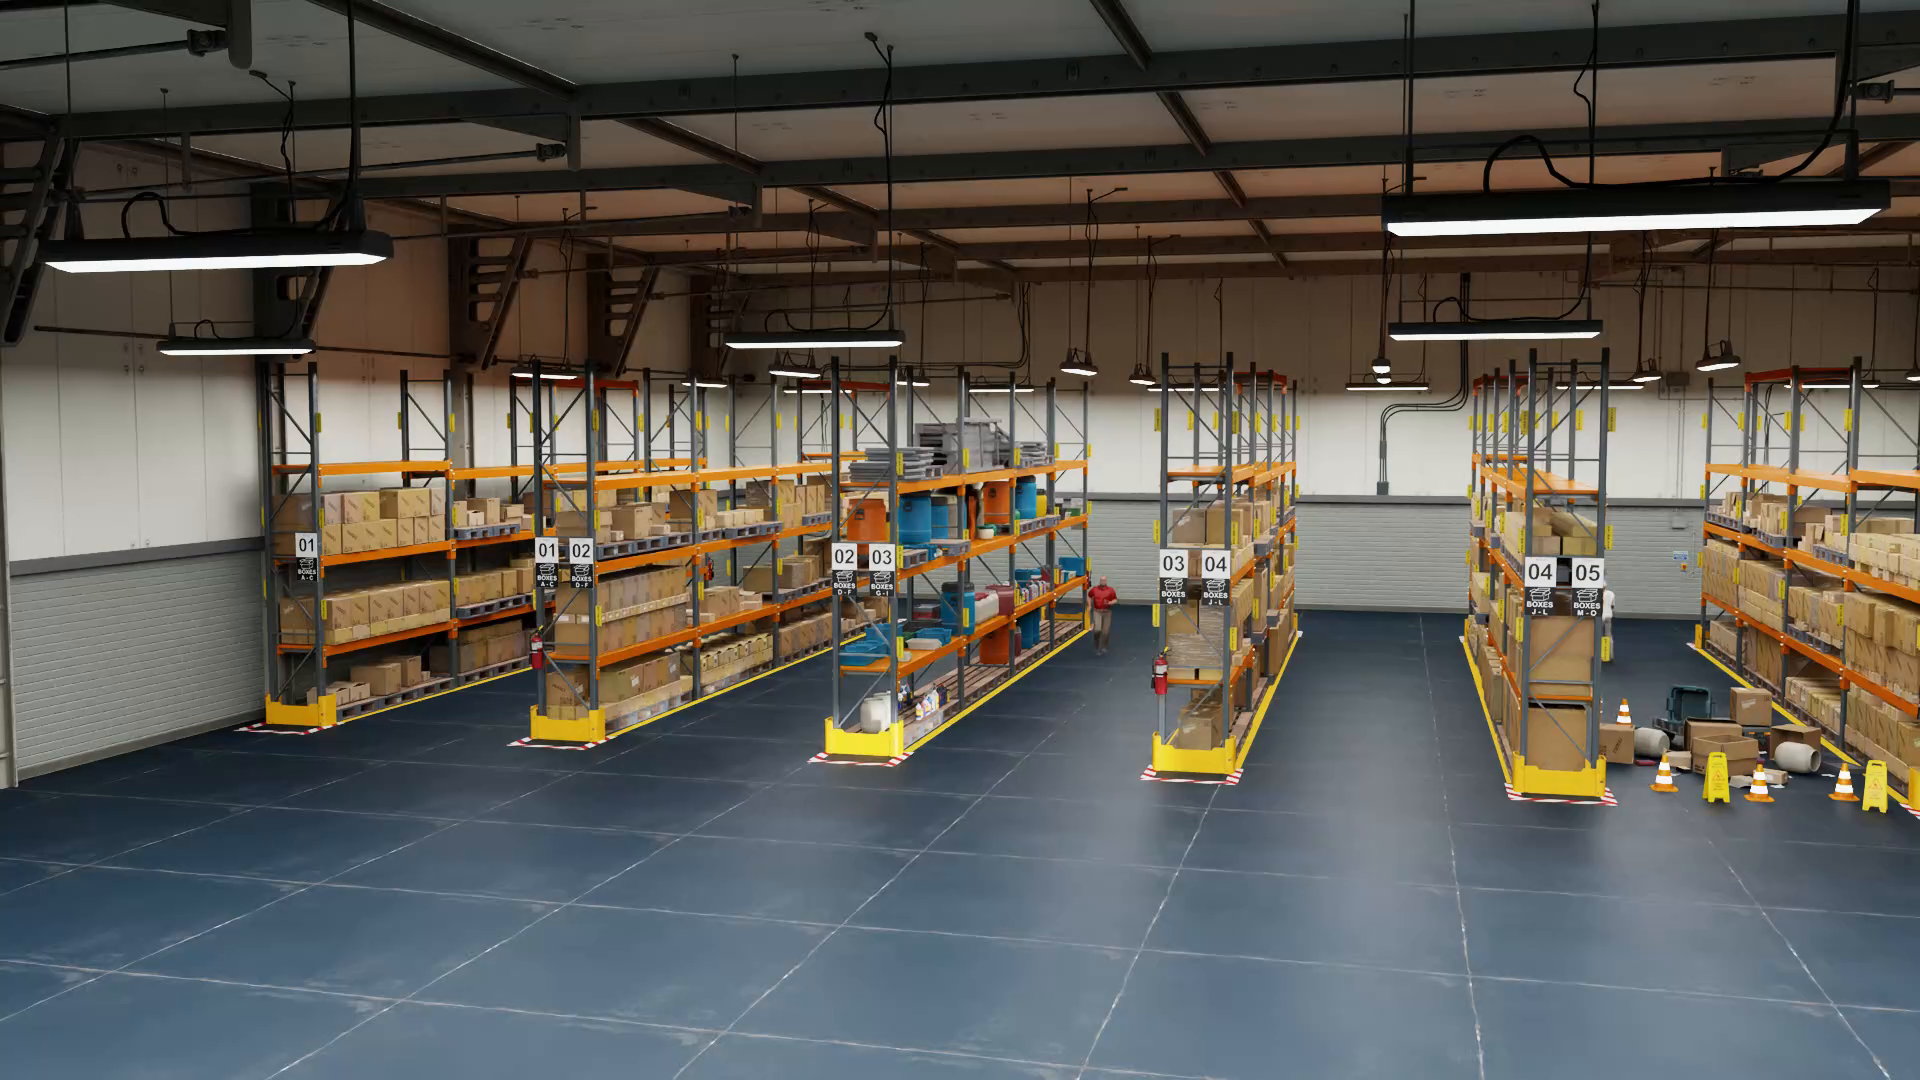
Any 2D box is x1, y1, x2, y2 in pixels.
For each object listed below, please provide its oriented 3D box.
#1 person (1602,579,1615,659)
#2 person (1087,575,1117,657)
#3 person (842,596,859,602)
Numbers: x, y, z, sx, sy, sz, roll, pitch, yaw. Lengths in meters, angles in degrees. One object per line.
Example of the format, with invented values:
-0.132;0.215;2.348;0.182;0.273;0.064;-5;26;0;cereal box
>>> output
13.577;1.662;35.172;0.642;1.709;0.968;0;4;-1;person
3.060;1.644;35.732;0.627;1.762;0.731;0;4;-1;person
-2.952;1.053;43.903;1.108;1.742;0.701;3;5;38;person
